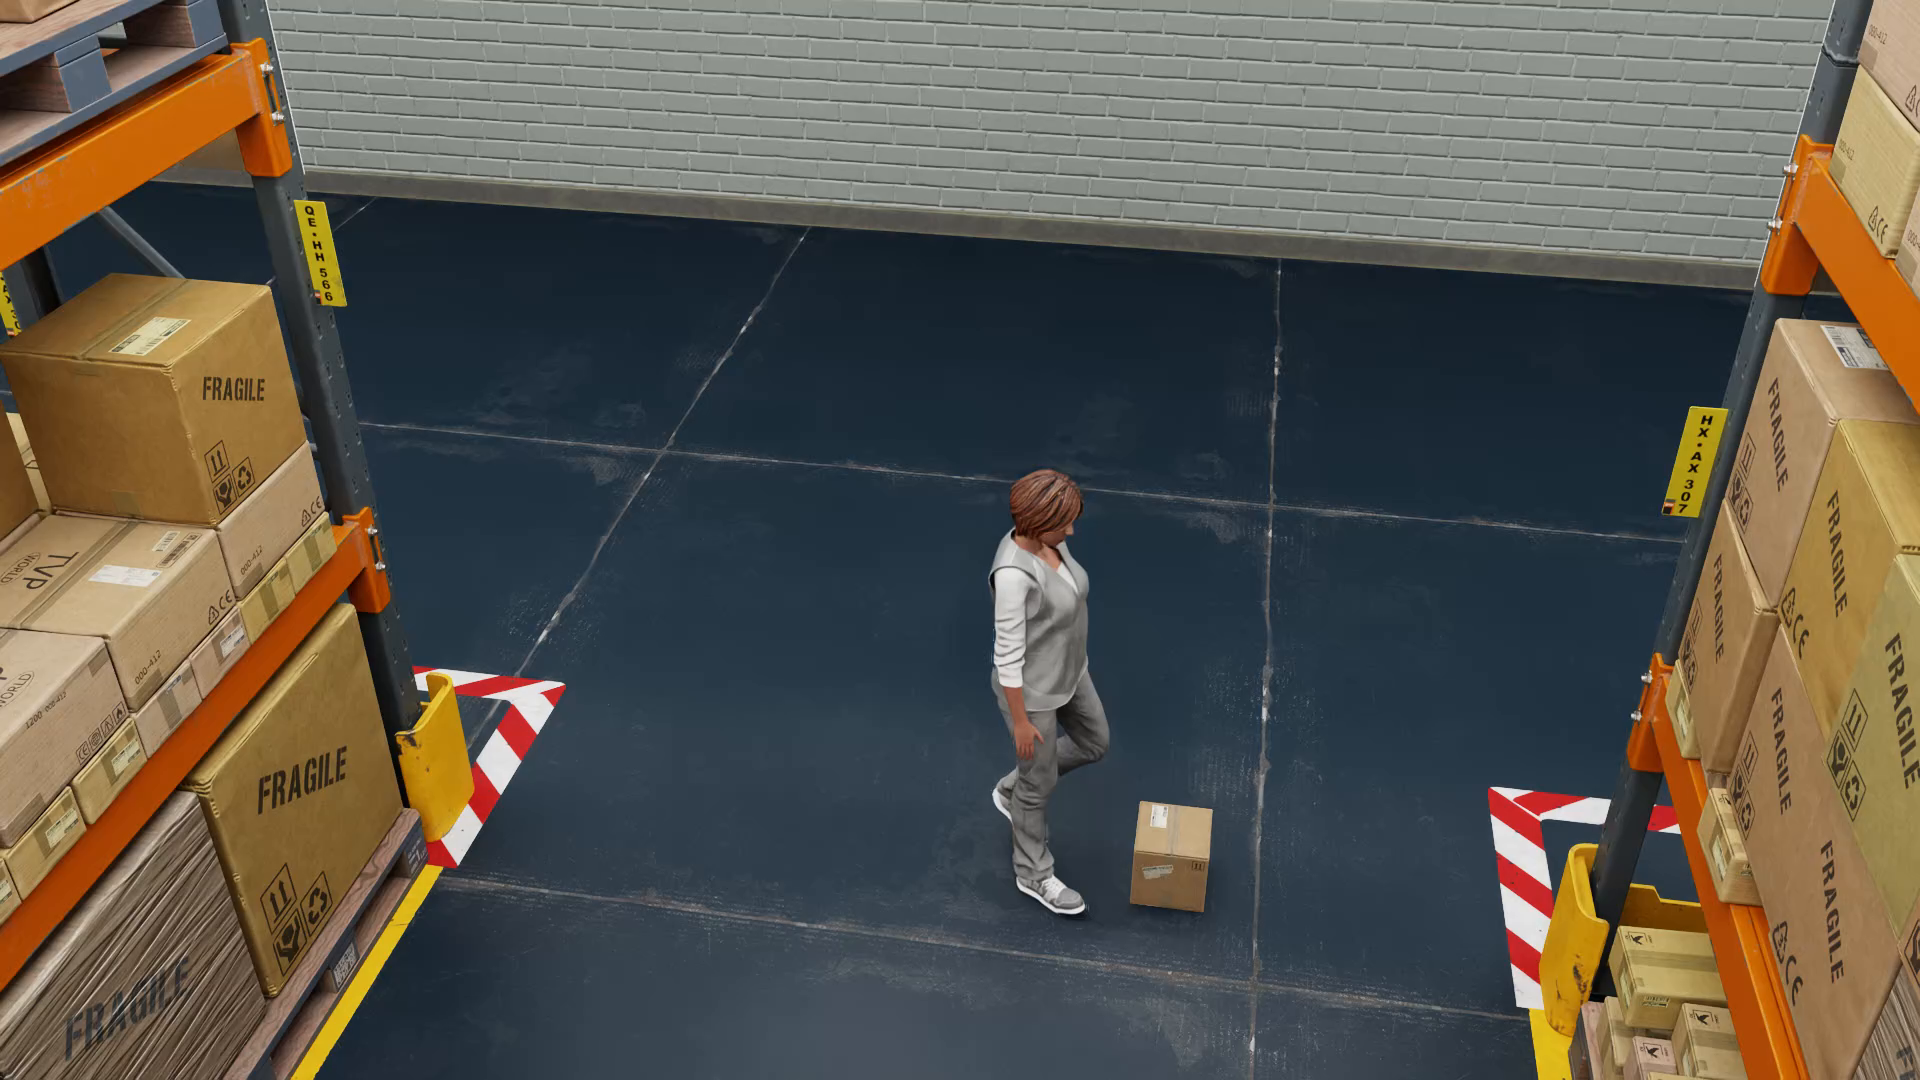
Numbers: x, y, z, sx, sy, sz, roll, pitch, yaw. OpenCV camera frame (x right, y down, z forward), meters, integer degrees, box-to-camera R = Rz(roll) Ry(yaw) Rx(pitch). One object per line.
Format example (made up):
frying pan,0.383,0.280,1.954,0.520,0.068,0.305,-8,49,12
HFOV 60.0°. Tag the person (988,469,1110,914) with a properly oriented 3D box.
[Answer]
person,0.275,0.489,5.388,0.434,1.581,0.507,13,35,19
